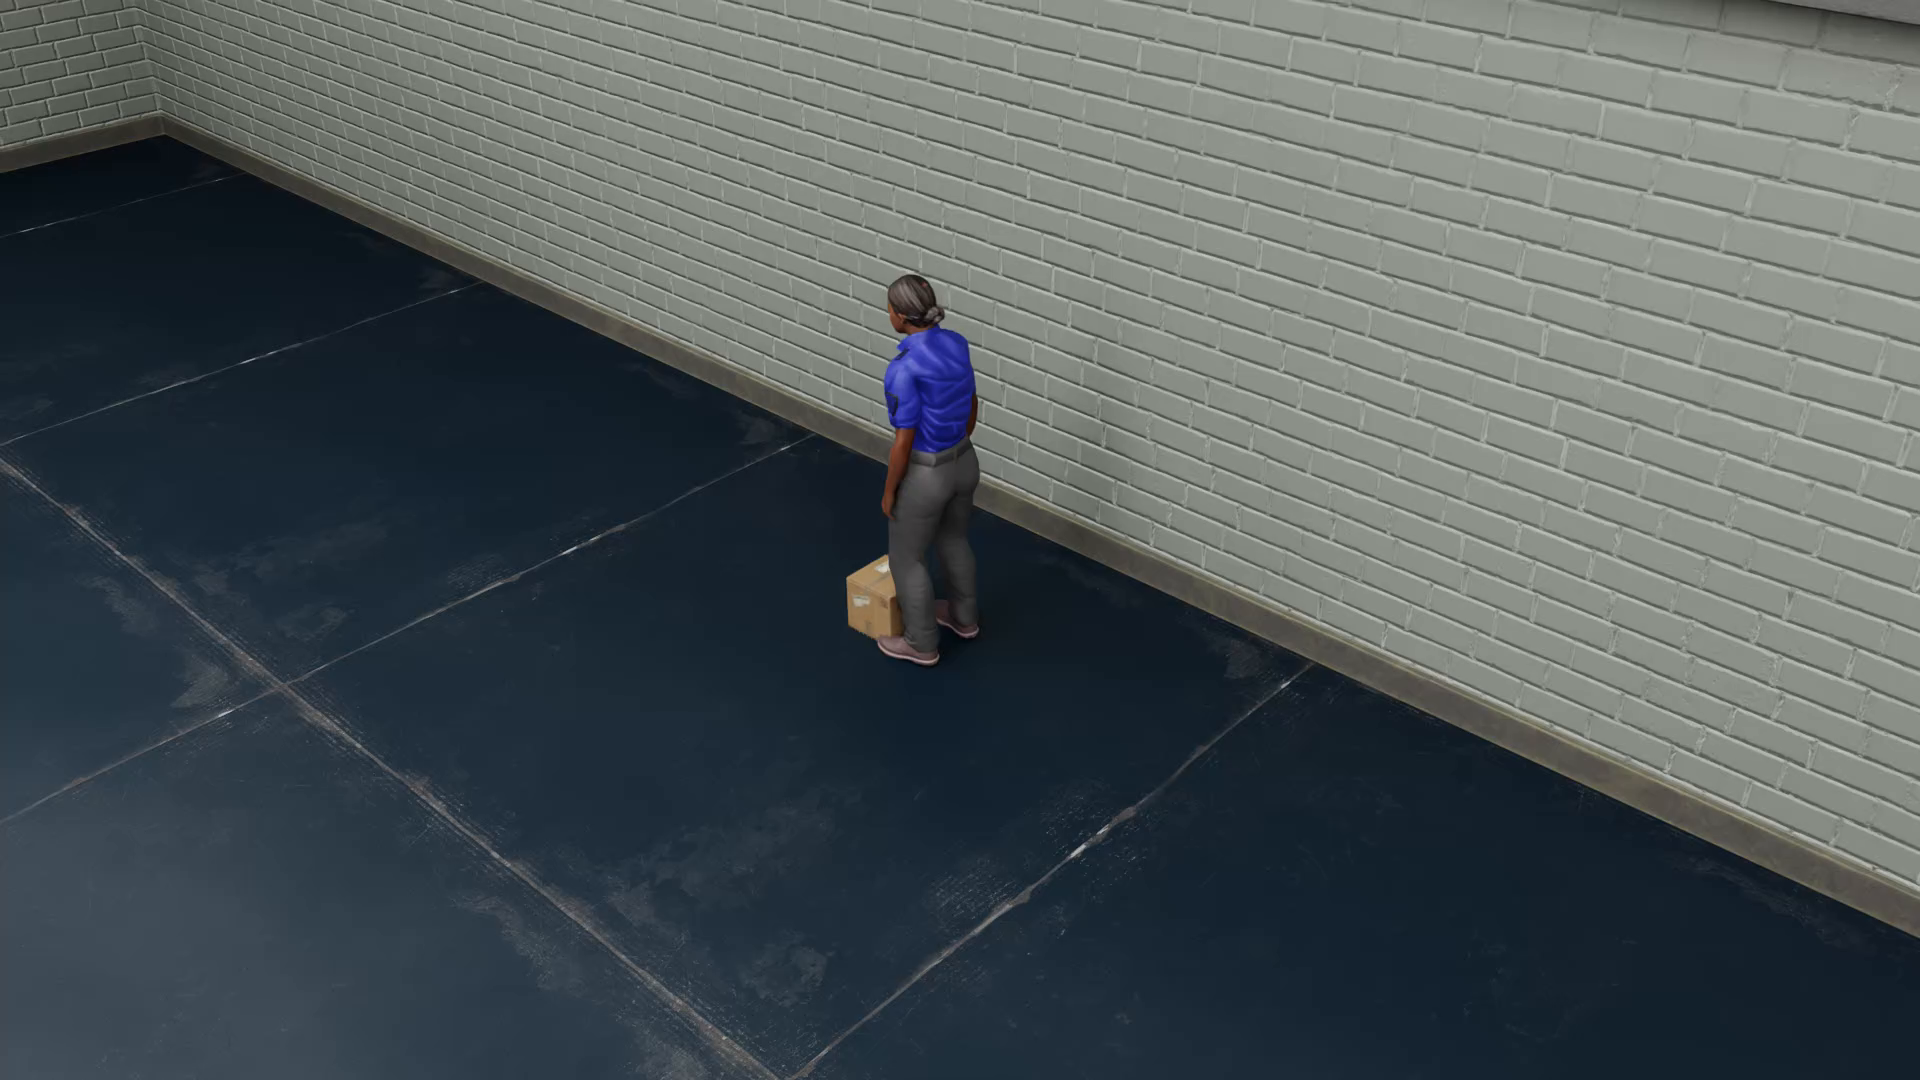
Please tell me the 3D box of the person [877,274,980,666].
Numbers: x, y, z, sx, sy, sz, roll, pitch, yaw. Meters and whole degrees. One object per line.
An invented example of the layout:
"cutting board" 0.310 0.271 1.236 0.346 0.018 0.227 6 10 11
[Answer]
"person" -0.119 -0.267 6.575 0.348 1.654 0.507 24 39 33
